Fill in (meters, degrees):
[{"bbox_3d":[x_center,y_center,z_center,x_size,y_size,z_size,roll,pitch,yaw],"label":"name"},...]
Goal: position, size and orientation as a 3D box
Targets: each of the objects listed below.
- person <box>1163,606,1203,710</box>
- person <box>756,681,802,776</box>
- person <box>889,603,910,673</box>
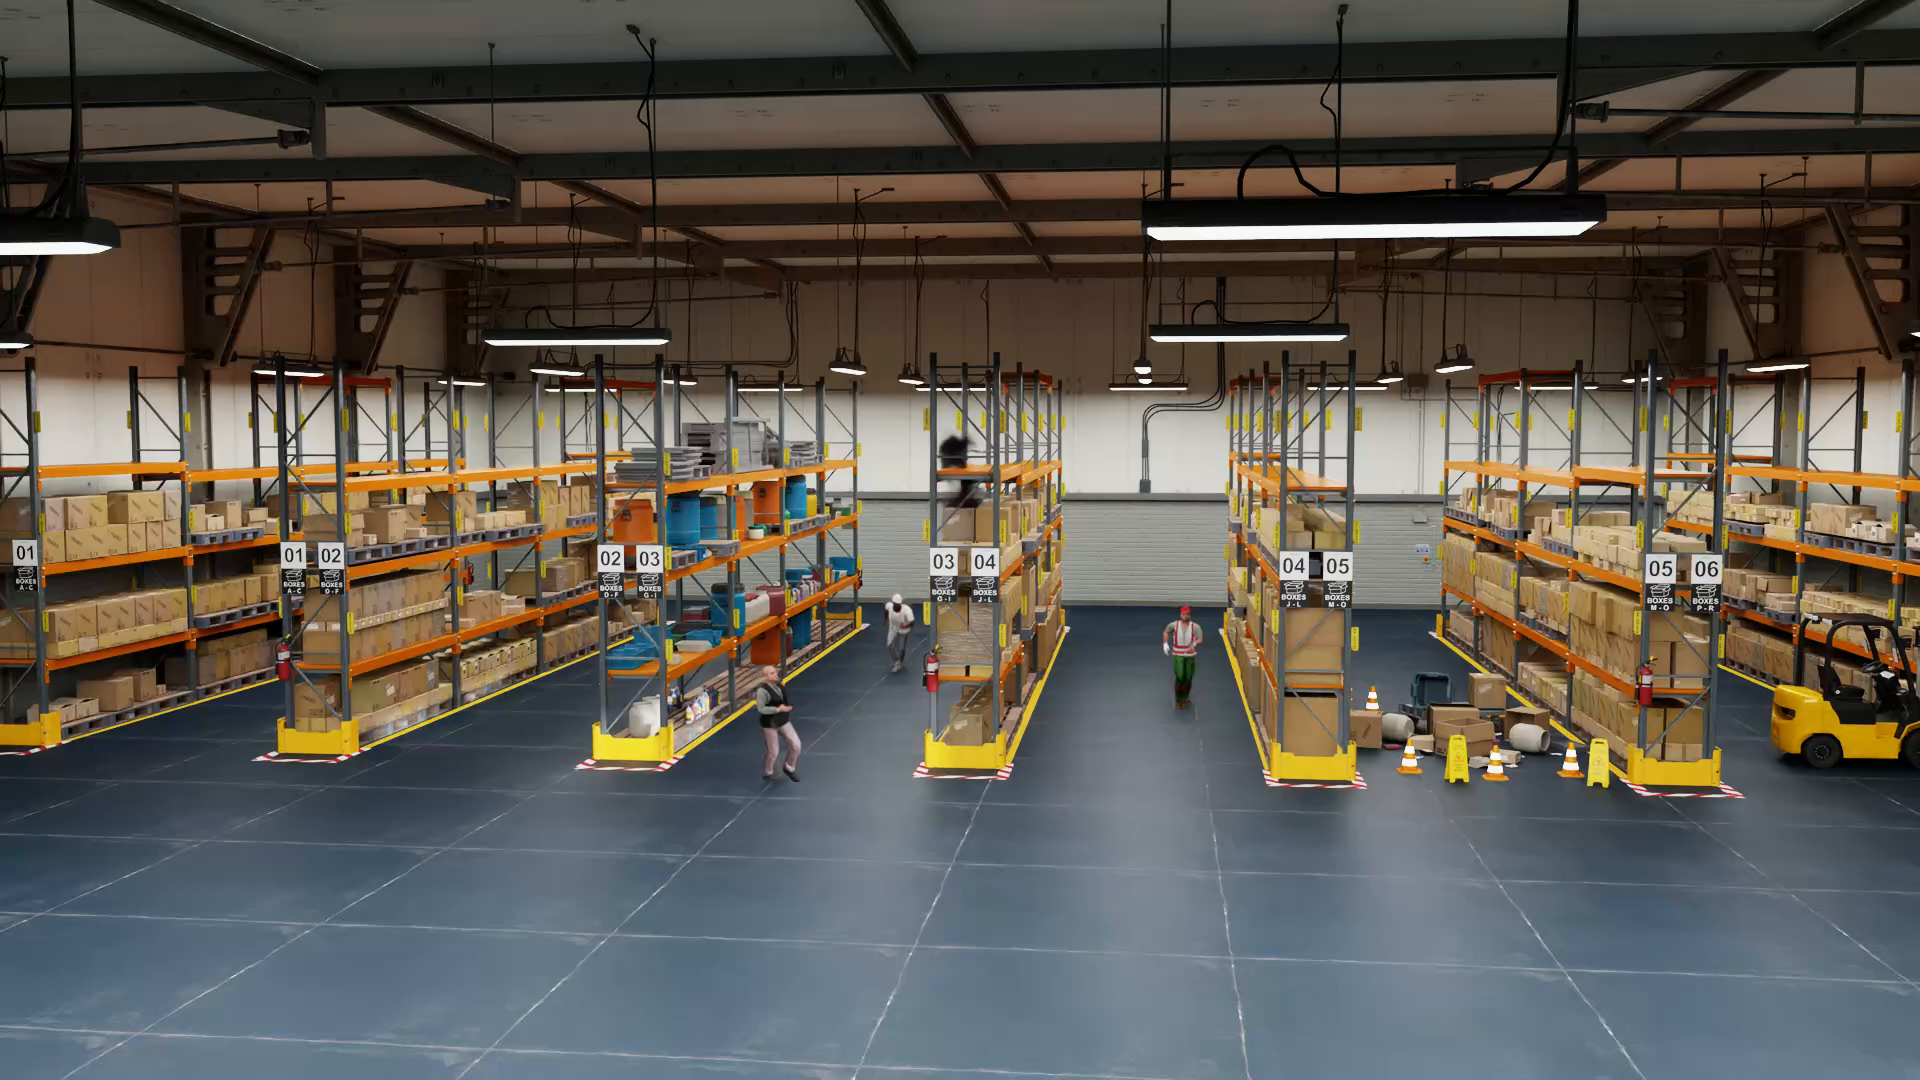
[{"bbox_3d":[3.915,2.071,29.086,0.672,1.855,0.760,0,4,0],"label":"person"},{"bbox_3d":[-2.559,2.610,22.898,0.678,1.385,0.576,3,5,39],"label":"person"},{"bbox_3d":[-1.184,1.913,33.463,0.451,1.397,0.933,1,4,11],"label":"person"}]
